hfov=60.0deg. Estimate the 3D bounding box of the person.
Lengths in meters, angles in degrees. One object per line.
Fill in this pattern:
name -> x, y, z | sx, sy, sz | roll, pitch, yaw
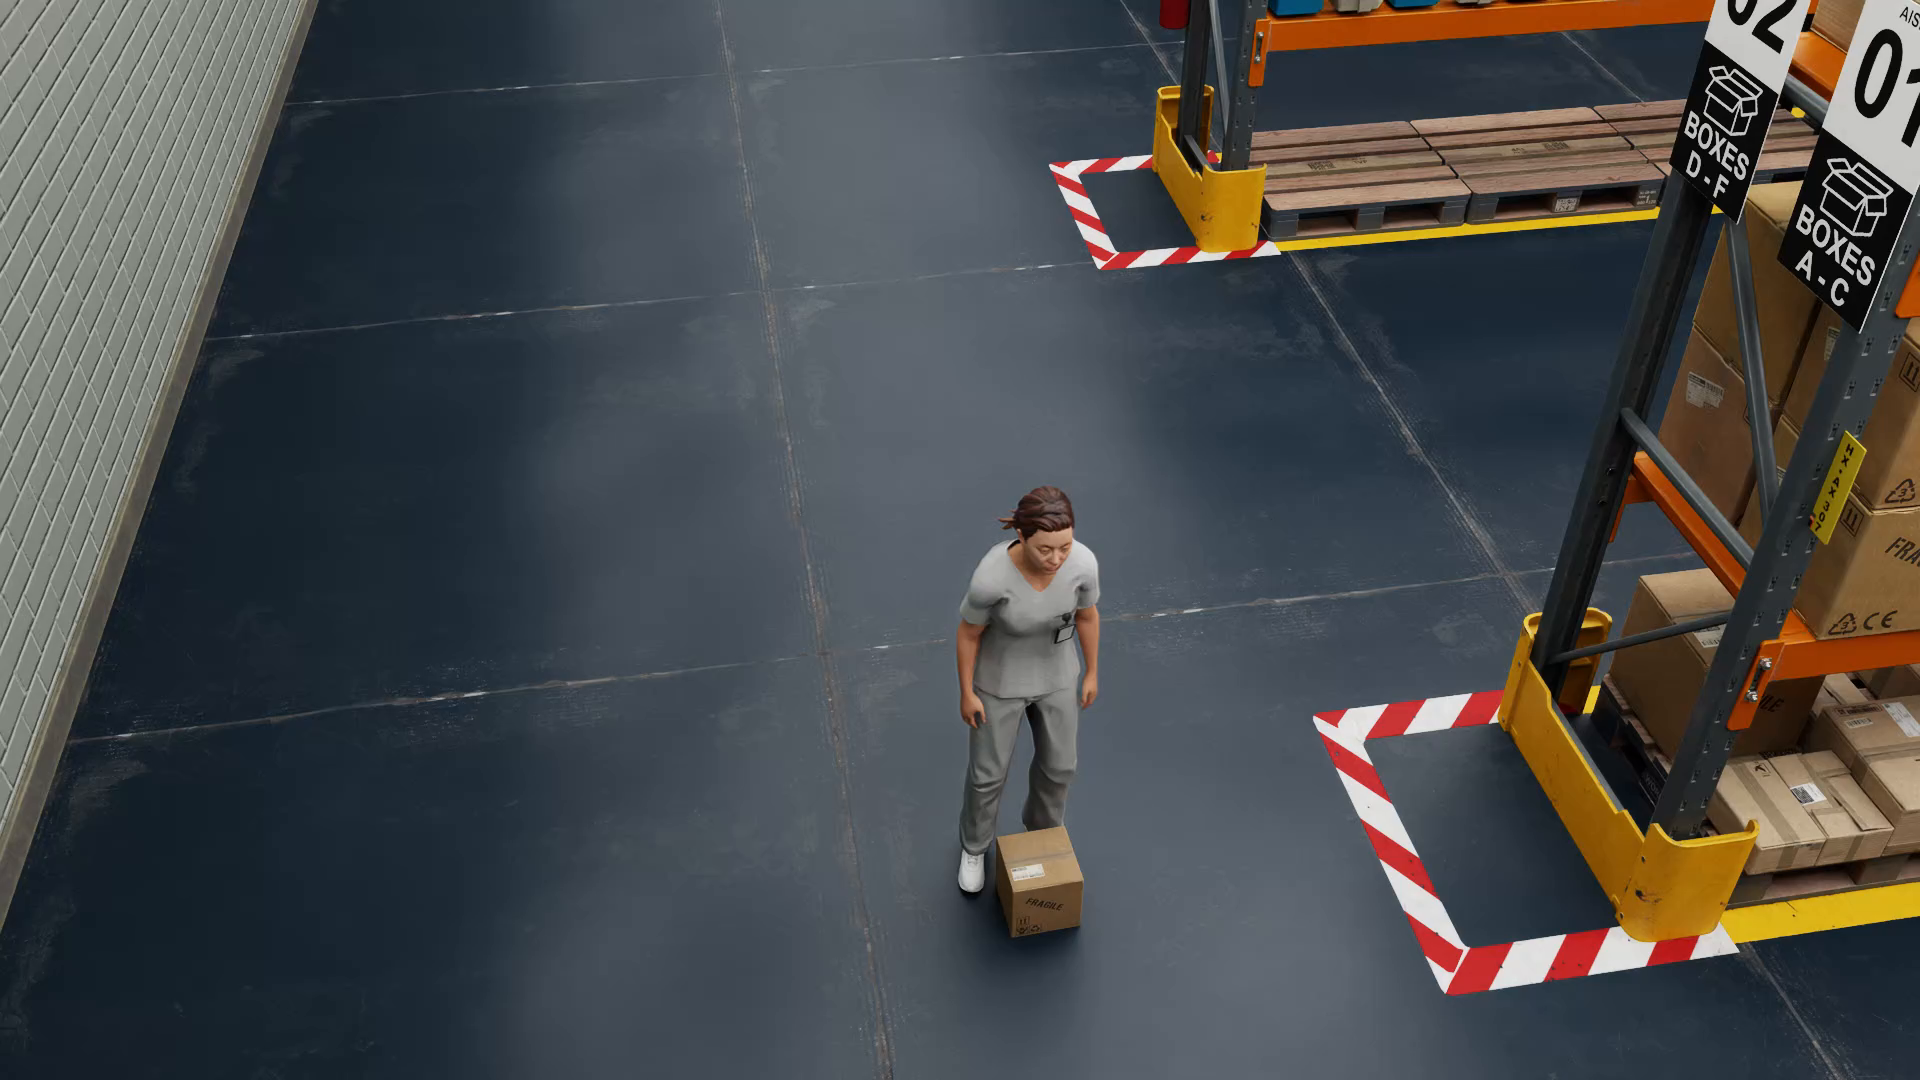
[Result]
person -> 0.221, 0.494, 5.557 | 0.513, 1.651, 0.363 | -9, 40, -11
